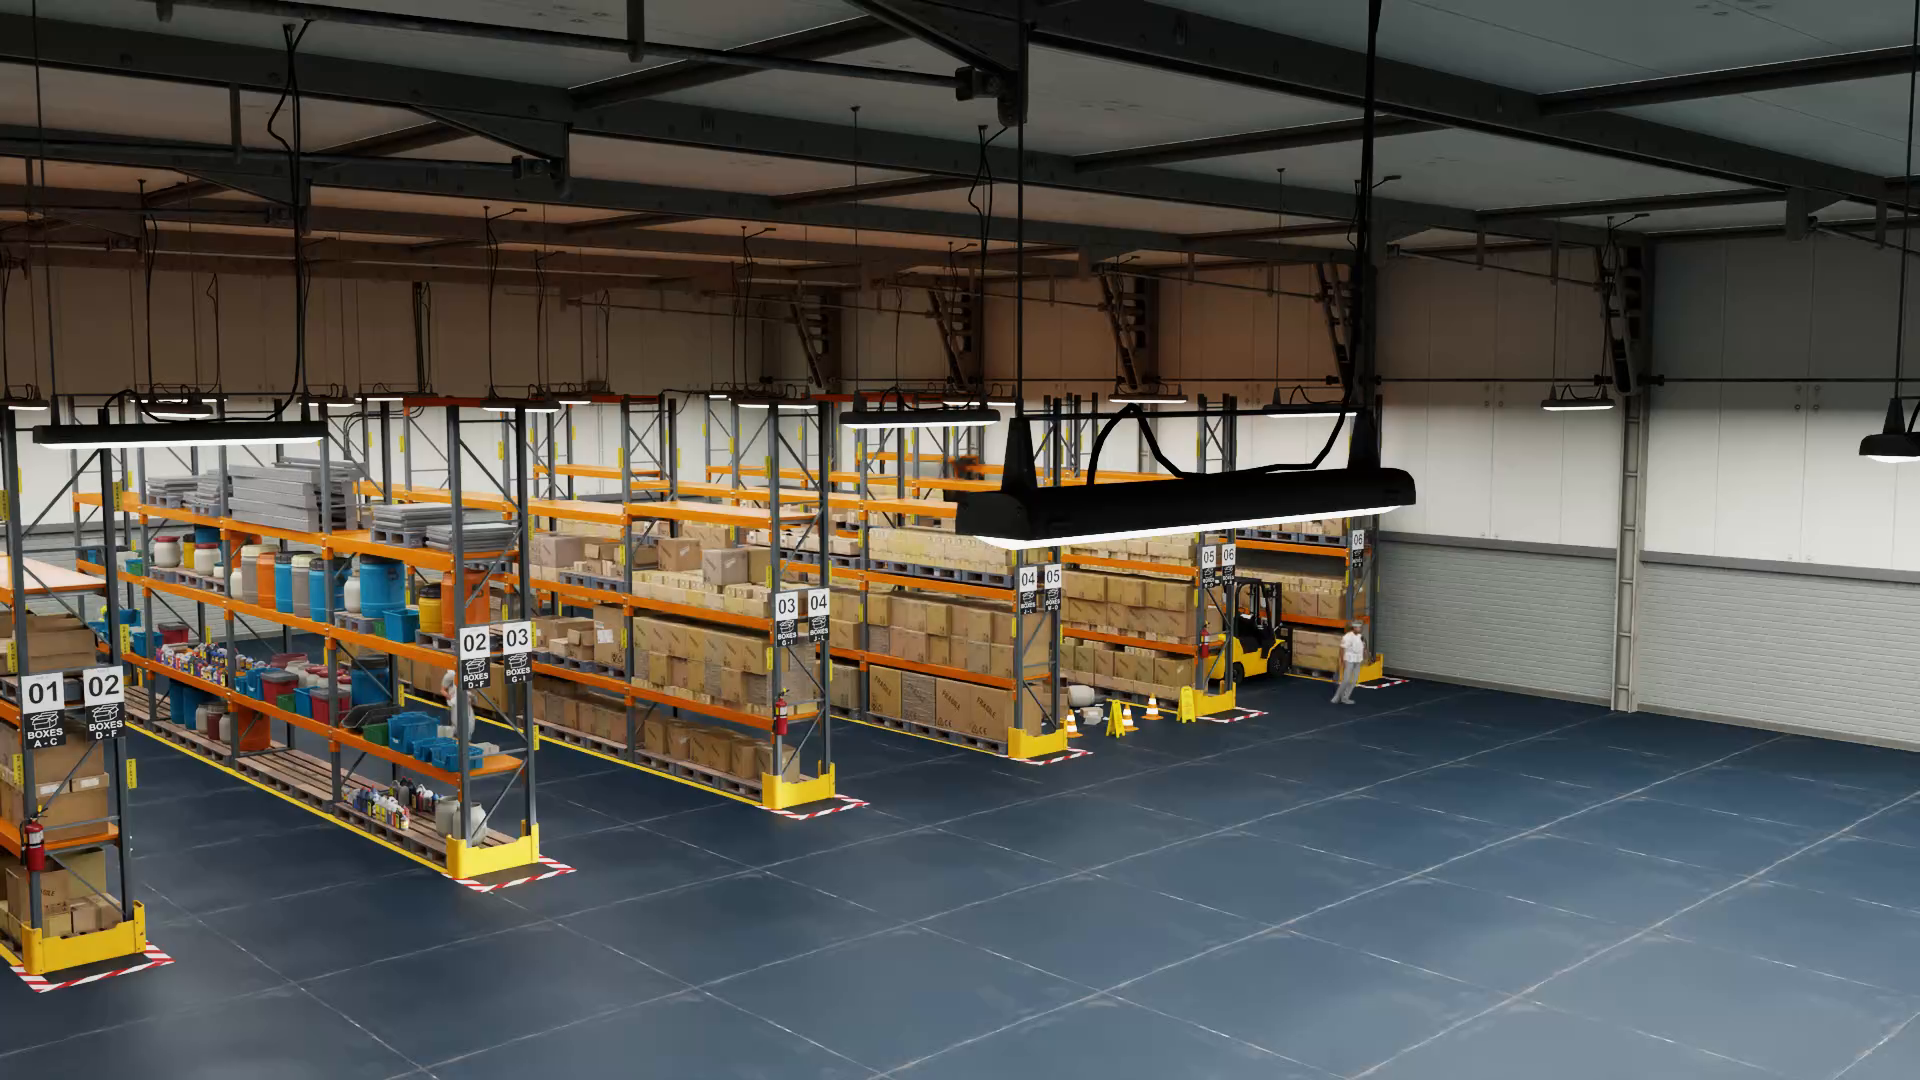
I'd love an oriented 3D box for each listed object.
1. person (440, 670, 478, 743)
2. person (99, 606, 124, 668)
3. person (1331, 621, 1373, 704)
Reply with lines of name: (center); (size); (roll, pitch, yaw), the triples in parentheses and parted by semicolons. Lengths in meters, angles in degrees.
person: (-8.488, 2.765, 28.022); (0.751, 1.740, 0.665); (3, 6, 29)
person: (-17.440, 2.184, 34.092); (0.848, 1.715, 0.757); (-5, 7, -39)
person: (7.616, 2.392, 32.344); (0.707, 1.651, 0.586); (-4, 7, -32)
